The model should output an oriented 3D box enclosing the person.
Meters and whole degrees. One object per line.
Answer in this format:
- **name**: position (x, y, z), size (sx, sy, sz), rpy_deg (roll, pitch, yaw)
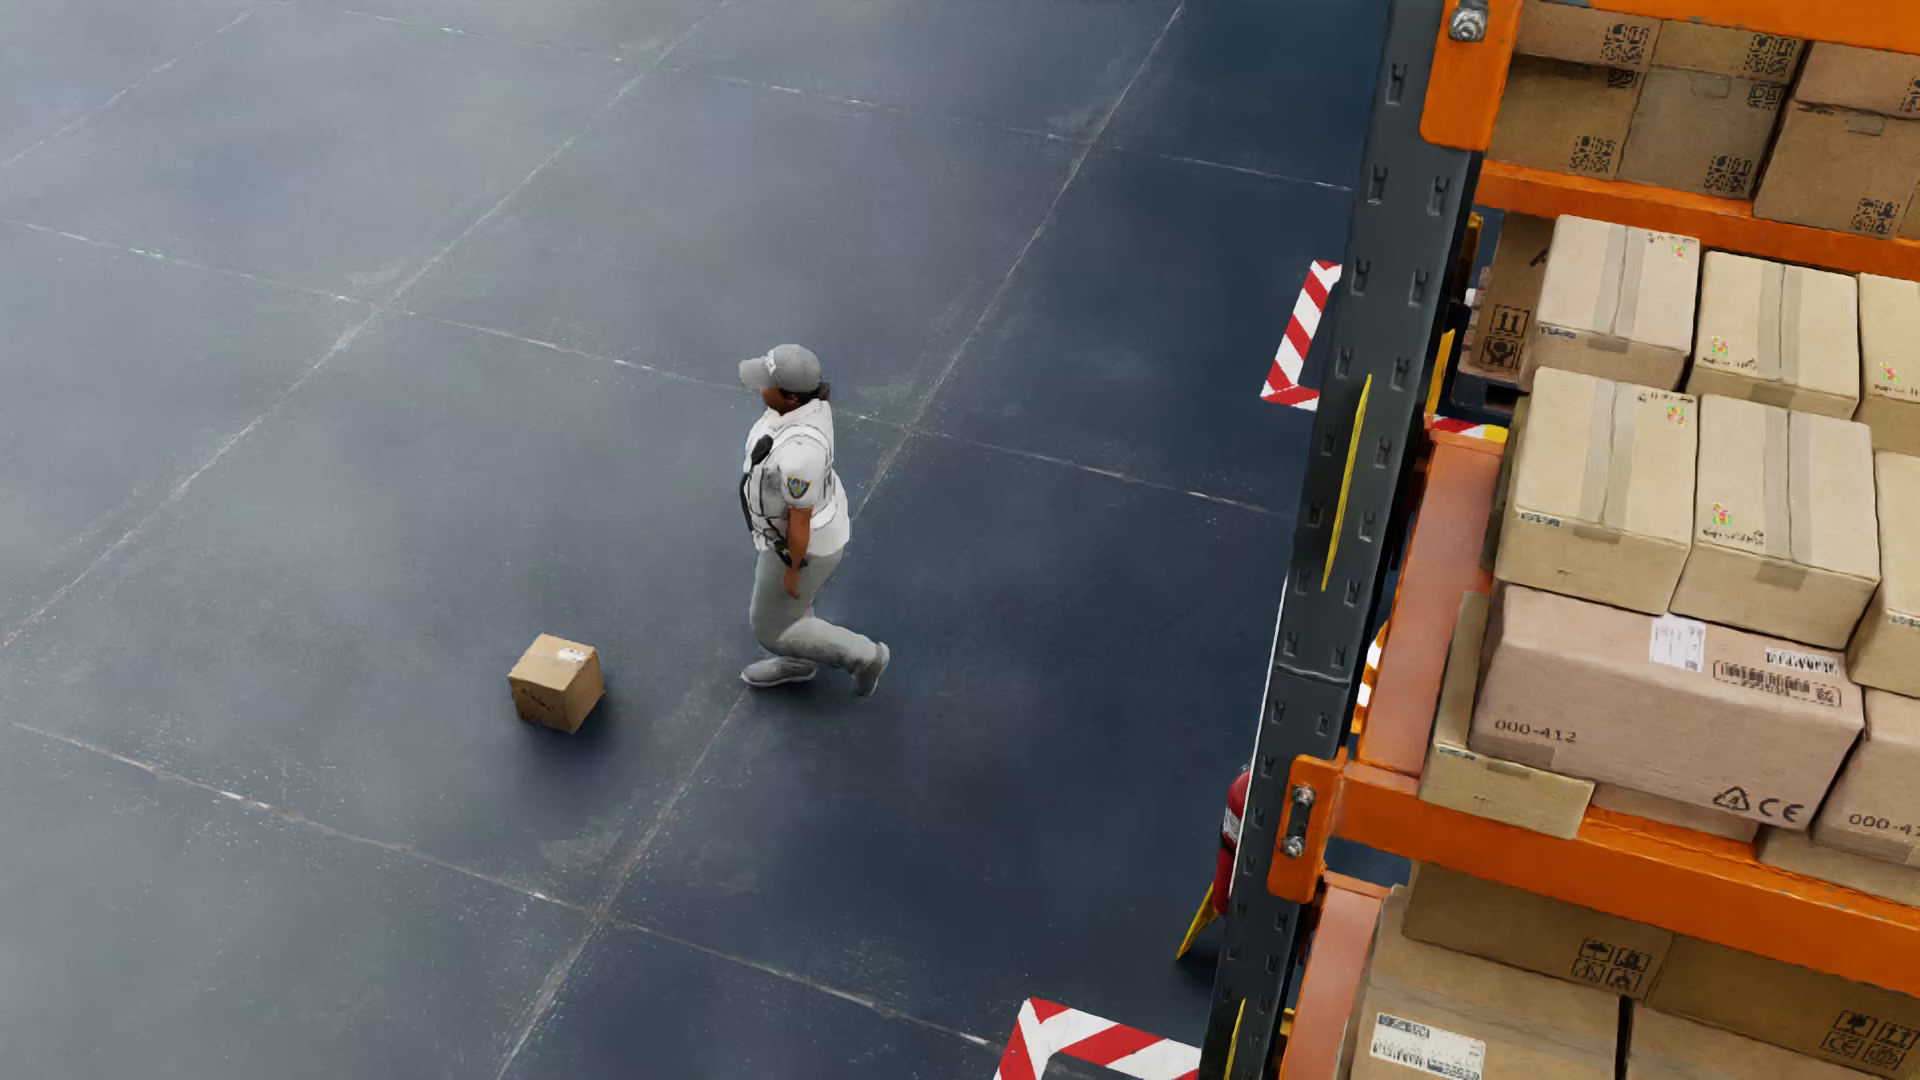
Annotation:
- **person**: position (-0.584, -0.040, 6.183), size (0.591, 1.648, 0.484), rpy_deg (-4, 42, -4)
